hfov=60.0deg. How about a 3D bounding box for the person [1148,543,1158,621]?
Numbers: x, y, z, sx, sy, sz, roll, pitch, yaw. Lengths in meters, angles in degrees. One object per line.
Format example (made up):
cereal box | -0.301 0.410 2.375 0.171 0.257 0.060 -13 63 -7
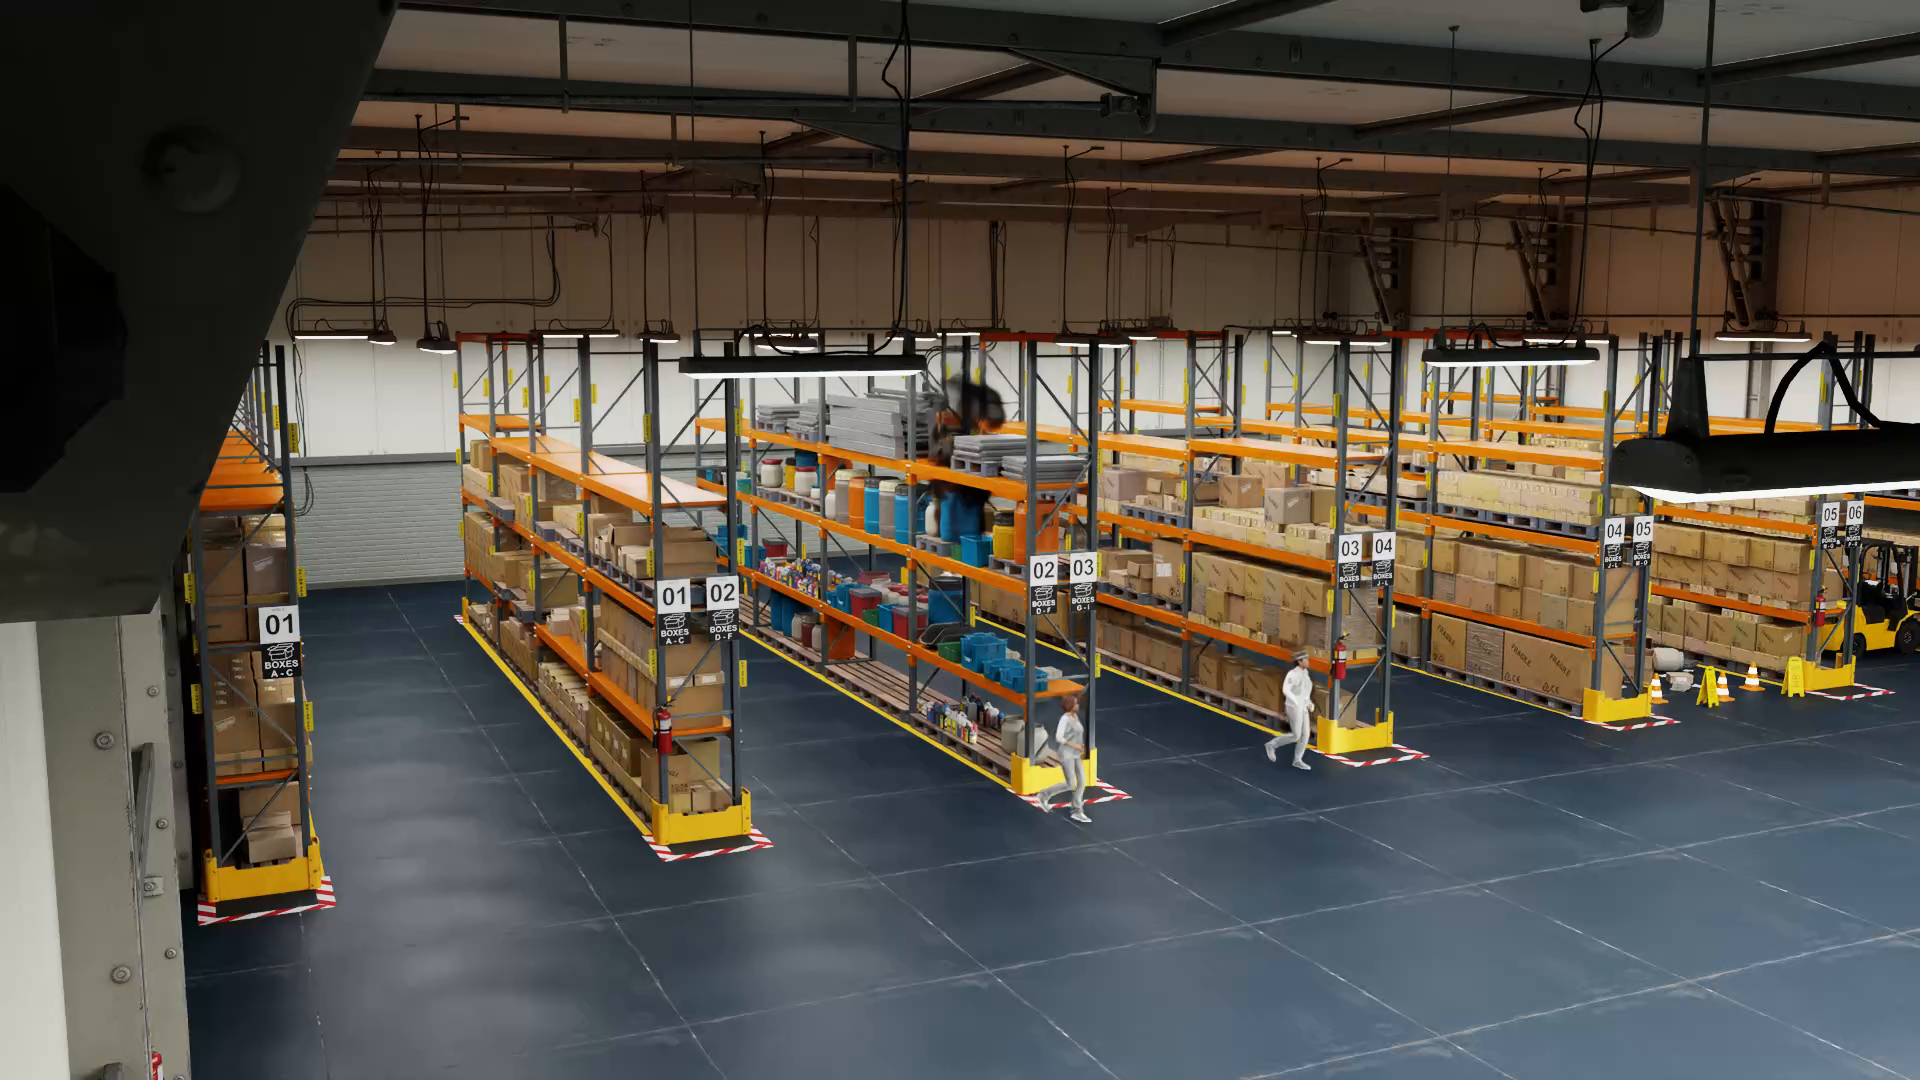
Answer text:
person | 4.041 0.850 34.604 0.582 1.663 0.552 -5 9 -31

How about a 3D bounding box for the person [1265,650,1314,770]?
person | 4.741 2.357 23.509 0.666 1.655 0.659 5 9 35

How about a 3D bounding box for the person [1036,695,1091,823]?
person | 1.347 2.744 20.987 0.702 1.590 0.561 3 8 23

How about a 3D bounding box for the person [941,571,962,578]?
person | -0.119 1.210 31.407 0.664 1.835 0.775 -5 9 -32
